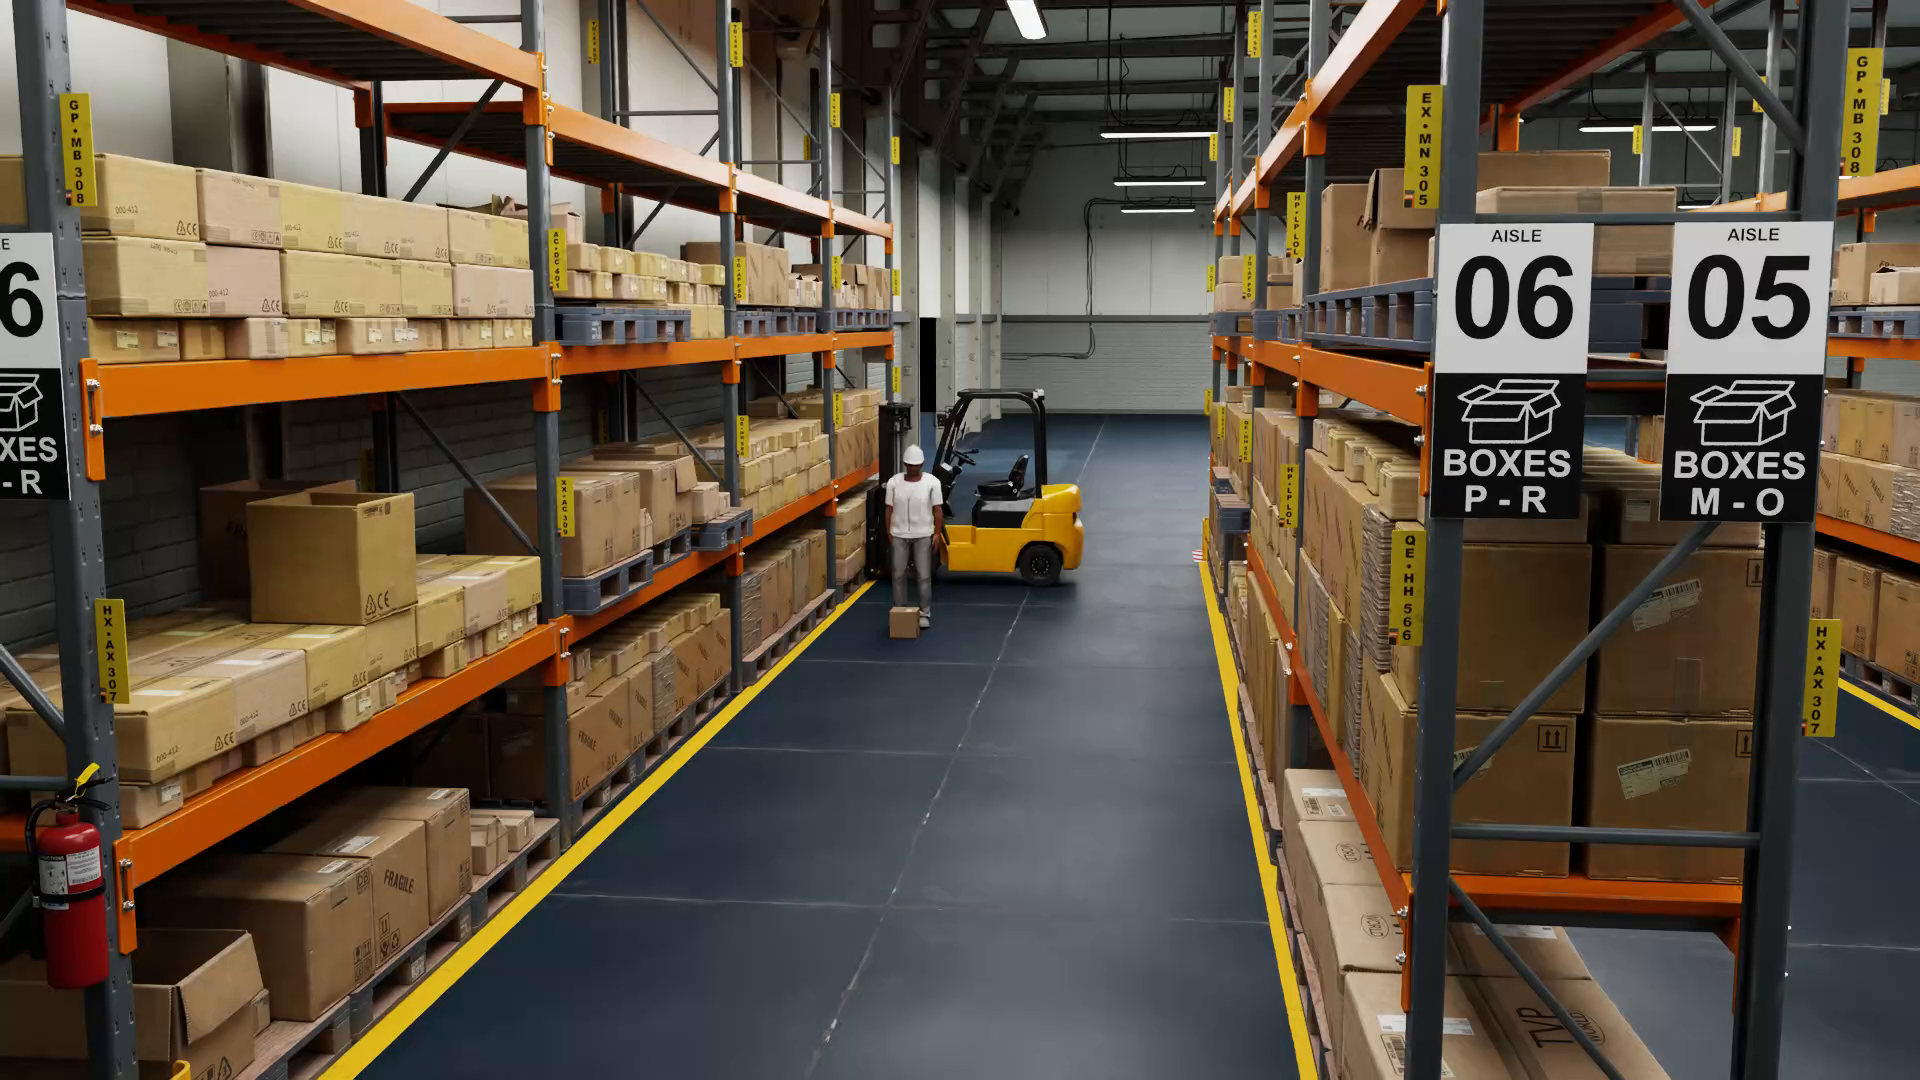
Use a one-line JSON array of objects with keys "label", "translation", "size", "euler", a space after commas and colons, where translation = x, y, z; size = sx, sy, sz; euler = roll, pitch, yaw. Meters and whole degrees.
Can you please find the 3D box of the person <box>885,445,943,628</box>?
[{"label": "person", "translation": [-0.447, -0.039, 16.008], "size": [0.567, 1.760, 0.362], "euler": [1, 8, 7]}]
